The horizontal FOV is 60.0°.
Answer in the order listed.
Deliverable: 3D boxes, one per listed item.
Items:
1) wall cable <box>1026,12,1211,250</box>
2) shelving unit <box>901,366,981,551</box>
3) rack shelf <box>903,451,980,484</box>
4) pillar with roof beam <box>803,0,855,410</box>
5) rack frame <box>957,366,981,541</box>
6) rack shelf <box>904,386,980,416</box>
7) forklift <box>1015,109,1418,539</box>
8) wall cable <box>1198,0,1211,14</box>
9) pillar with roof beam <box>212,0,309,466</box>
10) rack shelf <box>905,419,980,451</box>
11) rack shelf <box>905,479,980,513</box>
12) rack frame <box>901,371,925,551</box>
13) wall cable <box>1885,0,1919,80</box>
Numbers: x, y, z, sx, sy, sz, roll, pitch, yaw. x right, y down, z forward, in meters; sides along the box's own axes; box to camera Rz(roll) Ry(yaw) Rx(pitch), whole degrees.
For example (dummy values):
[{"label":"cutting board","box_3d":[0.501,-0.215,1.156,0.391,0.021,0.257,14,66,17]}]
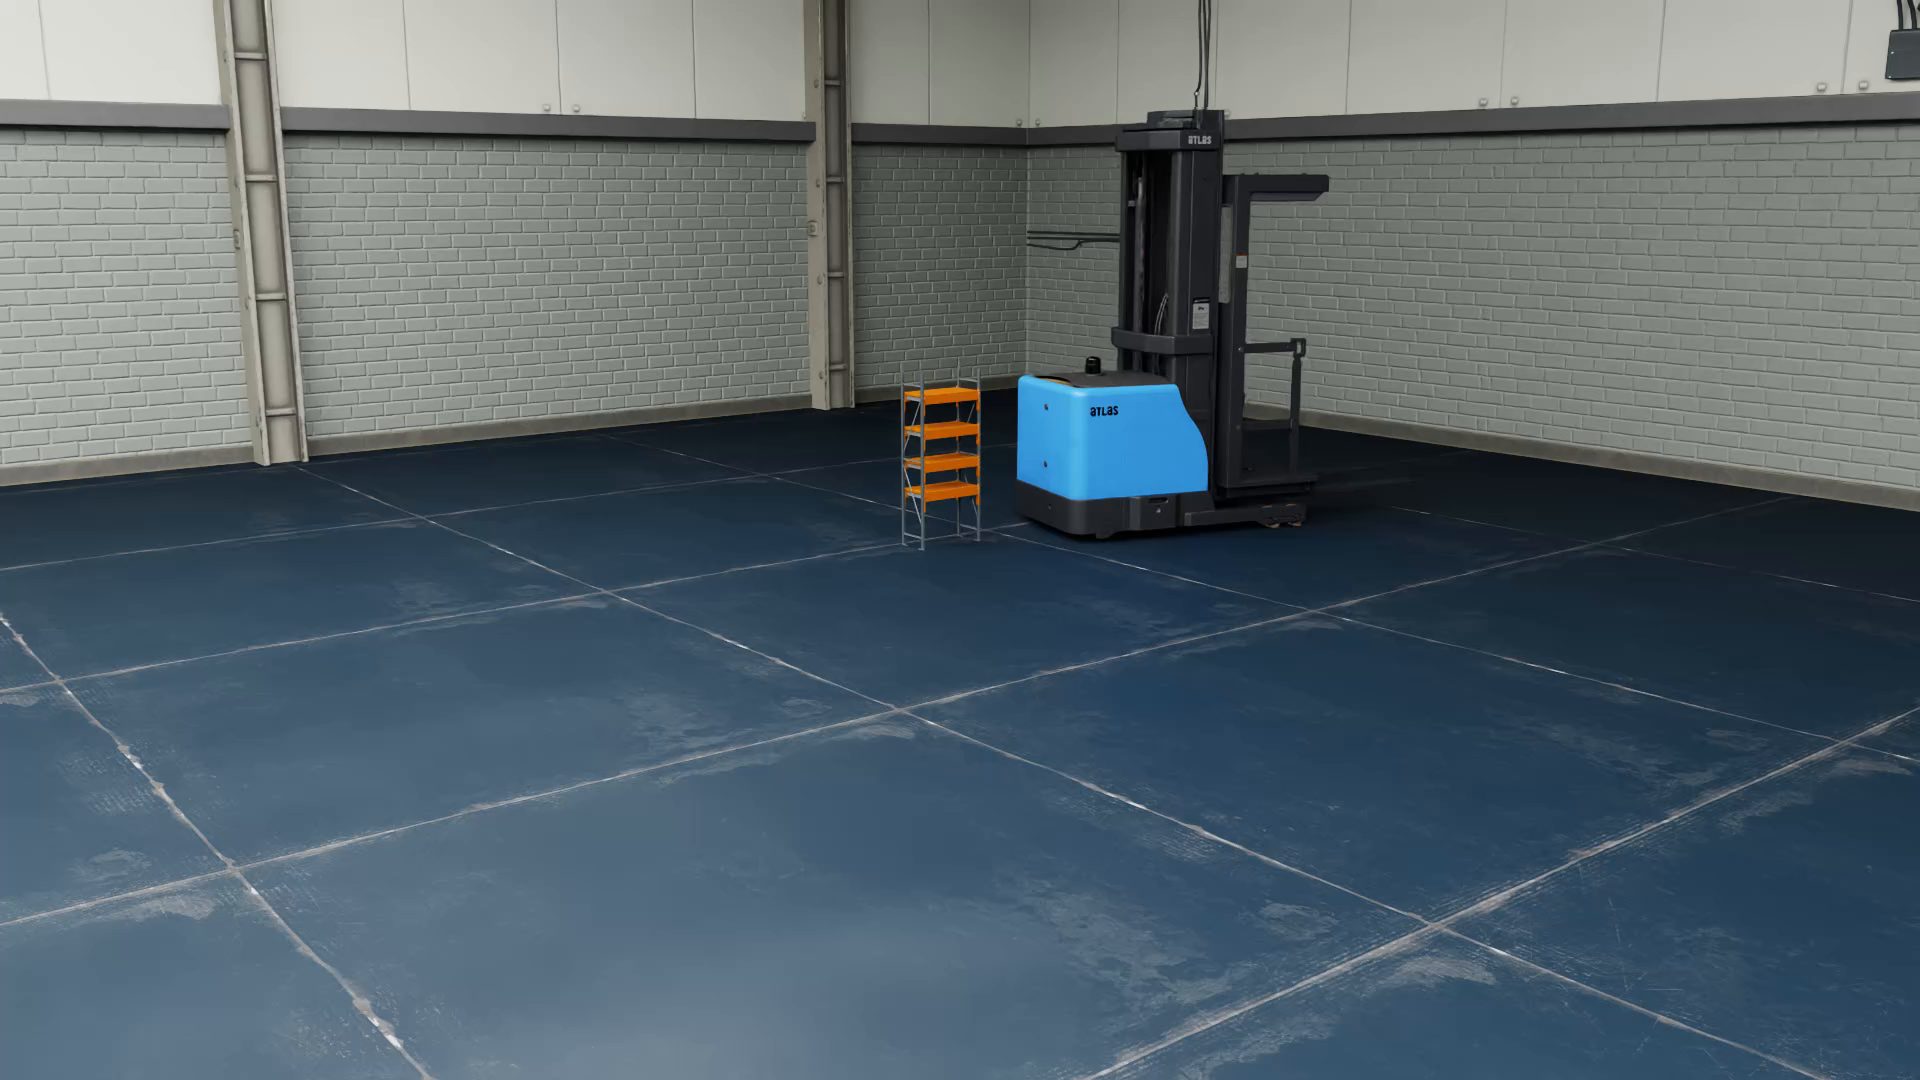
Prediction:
[{"label":"wall cable","box_3d":[1.702,-4.539,18.814,0.112,2.526,3.097,-9,15,-38]},{"label":"shelving unit","box_3d":[-0.129,-0.565,11.403,0.503,1.200,0.258,-9,15,-38]},{"label":"rack shelf","box_3d":[-0.129,-0.500,11.417,0.480,0.148,0.258,-9,15,-38]},{"label":"pillar with roof beam","box_3d":[1.265,-5.191,14.413,0.400,9.000,9.100,-9,15,-38]},{"label":"rack frame","box_3d":[0.061,-0.597,11.552,0.015,1.200,0.240,-9,15,-38]},{"label":"rack shelf","box_3d":[-0.129,-0.950,11.321,0.480,0.148,0.258,-9,15,-38]},{"label":"forklift","box_3d":[1.974,-1.613,12.170,3.031,2.935,1.130,-5,13,-22]},{"label":"wall cable","box_3d":[3.392,-6.570,16.223,0.112,2.526,3.097,-9,15,-38]},{"label":"pillar with roof beam","box_3d":[-3.420,-4.413,10.746,0.400,9.000,9.100,-9,15,-38]},{"label":"rack shelf","box_3d":[-0.129,-0.718,11.371,0.480,0.148,0.258,-9,15,-38]},{"label":"rack shelf","box_3d":[-0.129,-0.305,11.458,0.480,0.148,0.258,-9,15,-38]},{"label":"rack frame","box_3d":[-0.320,-0.534,11.254,0.015,1.200,0.240,-9,15,-38]},{"label":"wall cable","box_3d":[7.621,-6.179,10.877,0.169,6.003,2.305,-9,15,-38]}]
